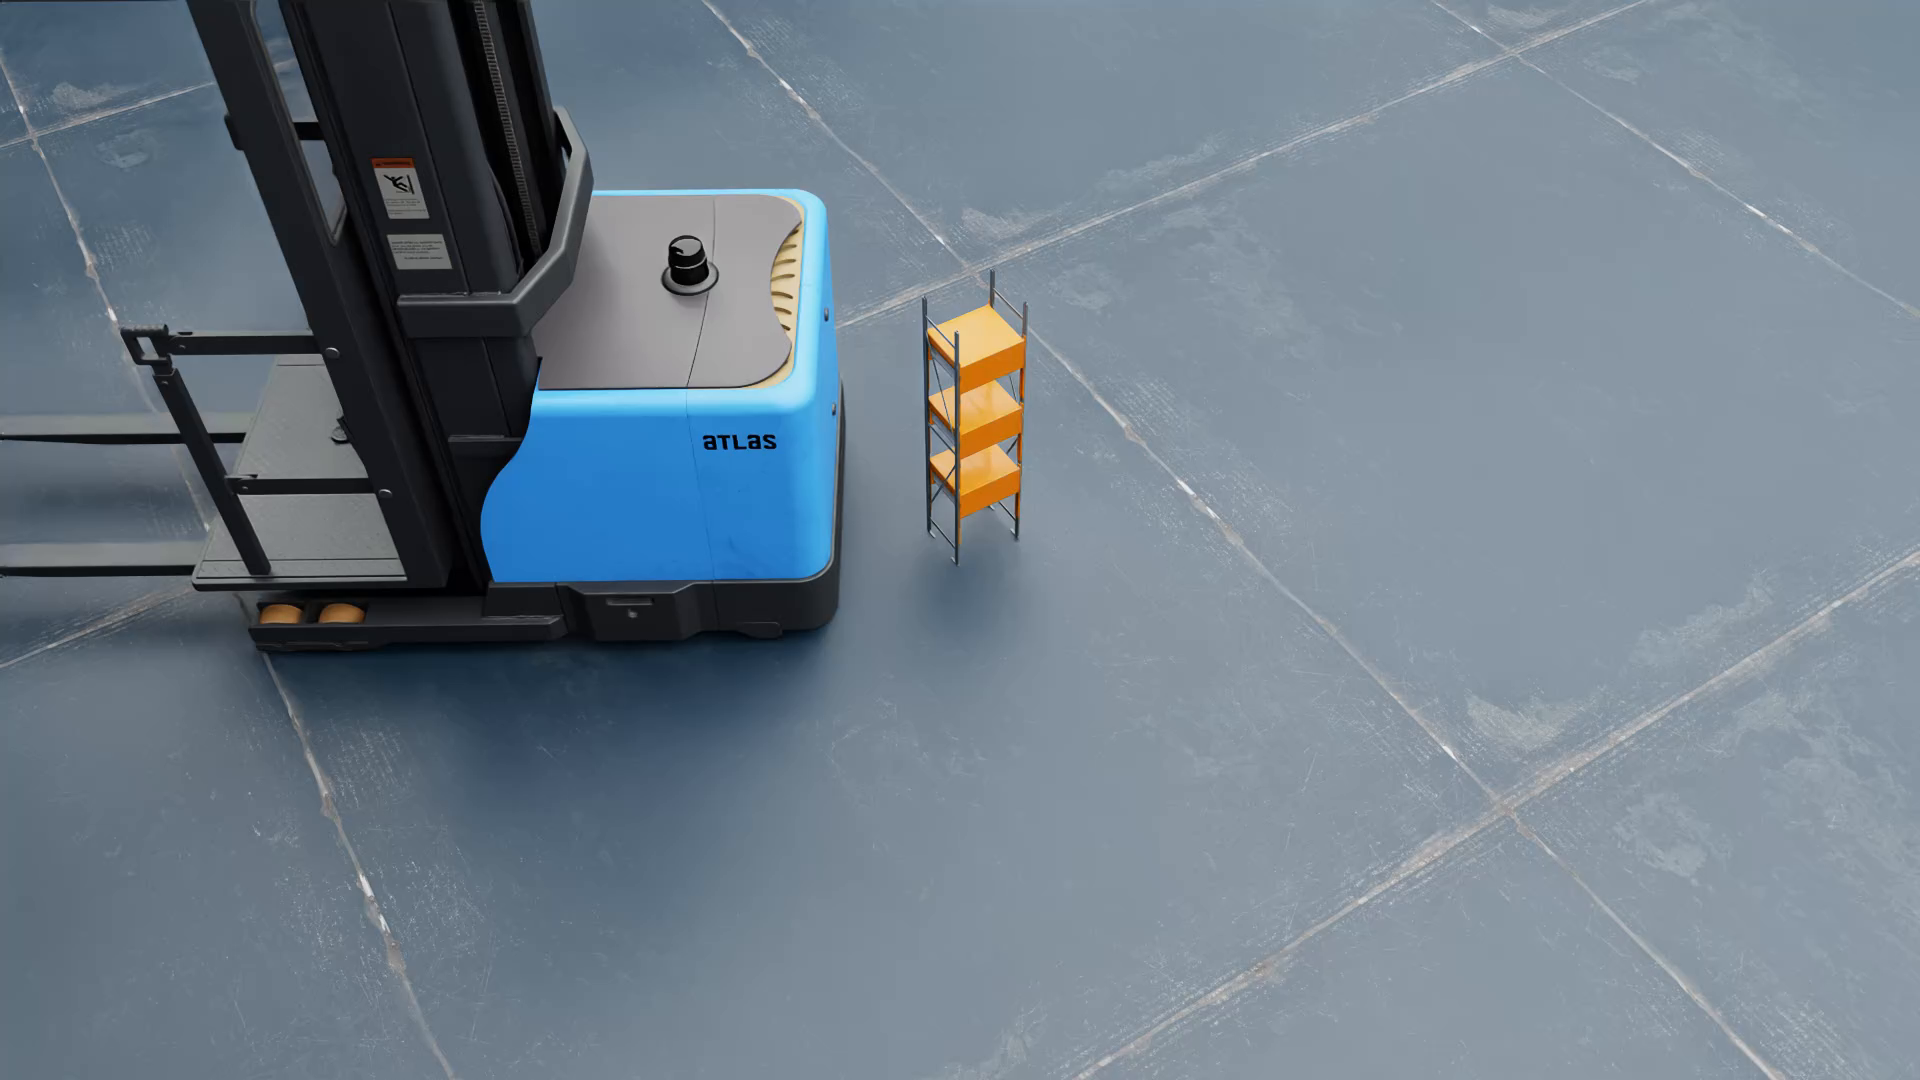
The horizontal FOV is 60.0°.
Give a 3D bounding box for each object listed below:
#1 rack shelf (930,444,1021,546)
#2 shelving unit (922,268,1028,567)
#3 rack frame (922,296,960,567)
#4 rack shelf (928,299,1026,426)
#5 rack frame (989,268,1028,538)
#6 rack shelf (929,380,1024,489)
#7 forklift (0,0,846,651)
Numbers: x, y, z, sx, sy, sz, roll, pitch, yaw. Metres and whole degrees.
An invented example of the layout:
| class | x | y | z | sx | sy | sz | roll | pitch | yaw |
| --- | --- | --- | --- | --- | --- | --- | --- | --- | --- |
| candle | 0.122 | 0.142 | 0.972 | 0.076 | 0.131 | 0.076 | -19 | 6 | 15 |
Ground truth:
| class | x | y | z | sx | sy | sz | roll | pitch | yaw |
| --- | --- | --- | --- | --- | --- | --- | --- | --- | --- |
| rack shelf | 0.045 | -0.179 | 5.592 | 0.240 | 0.259 | 0.215 | -25 | 53 | -21 |
| shelving unit | 0.045 | -0.370 | 5.377 | 0.252 | 1.050 | 0.215 | -25 | 53 | -21 |
| rack frame | -0.058 | -0.322 | 5.334 | 0.008 | 1.050 | 0.200 | -25 | 53 | -21 |
| rack shelf | 0.045 | -0.552 | 5.173 | 0.240 | 0.259 | 0.215 | -25 | 53 | -21 |
| rack frame | 0.148 | -0.419 | 5.420 | 0.008 | 1.050 | 0.200 | -25 | 53 | -21 |
| rack shelf | 0.045 | -0.363 | 5.385 | 0.240 | 0.259 | 0.215 | -25 | 53 | -21 |
| forklift | -1.922 | -1.011 | 4.688 | 3.031 | 2.935 | 1.130 | -1 | 48 | -1 |
